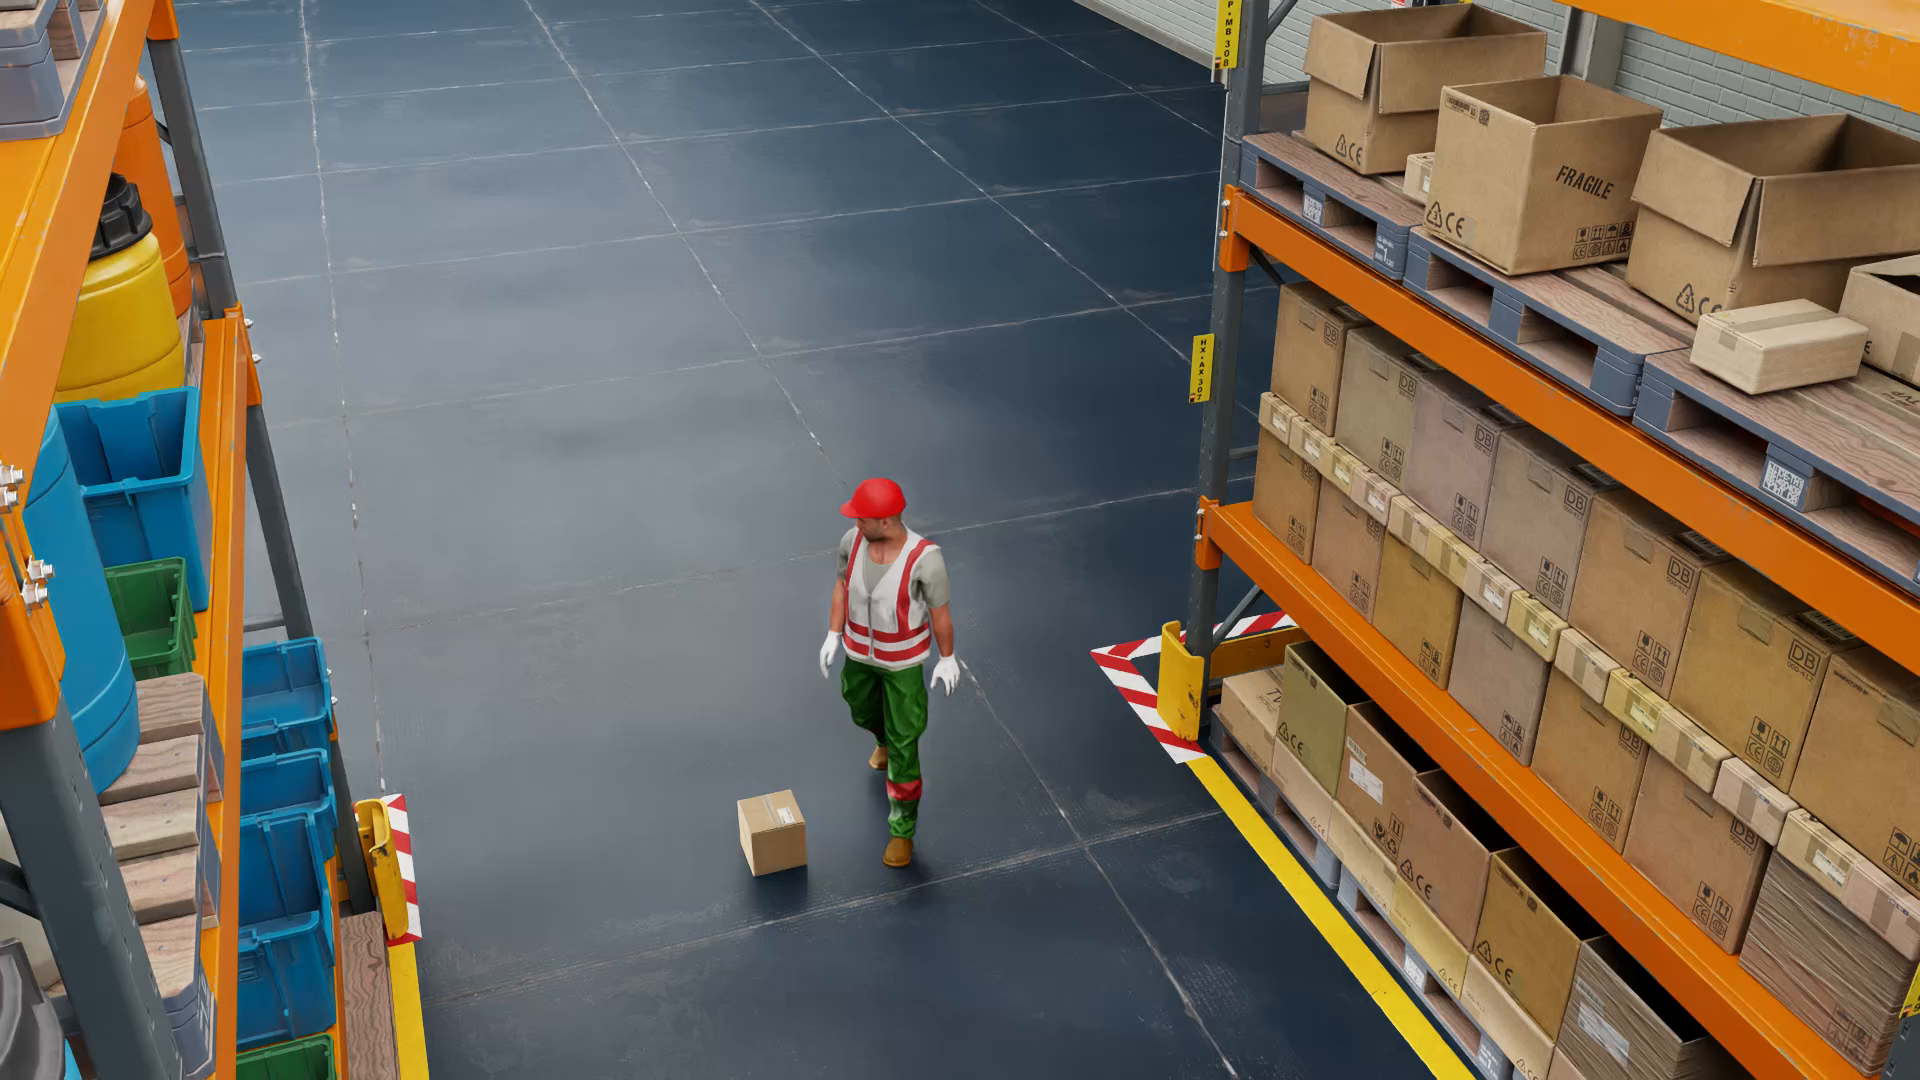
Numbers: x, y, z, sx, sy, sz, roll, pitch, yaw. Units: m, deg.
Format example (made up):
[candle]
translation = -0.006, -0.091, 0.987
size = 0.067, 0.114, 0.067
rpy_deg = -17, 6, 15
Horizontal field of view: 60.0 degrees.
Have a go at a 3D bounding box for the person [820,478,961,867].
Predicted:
[person]
translation = -0.322, 0.520, 7.416
size = 0.618, 1.765, 0.895
rpy_deg = 13, 32, 21
